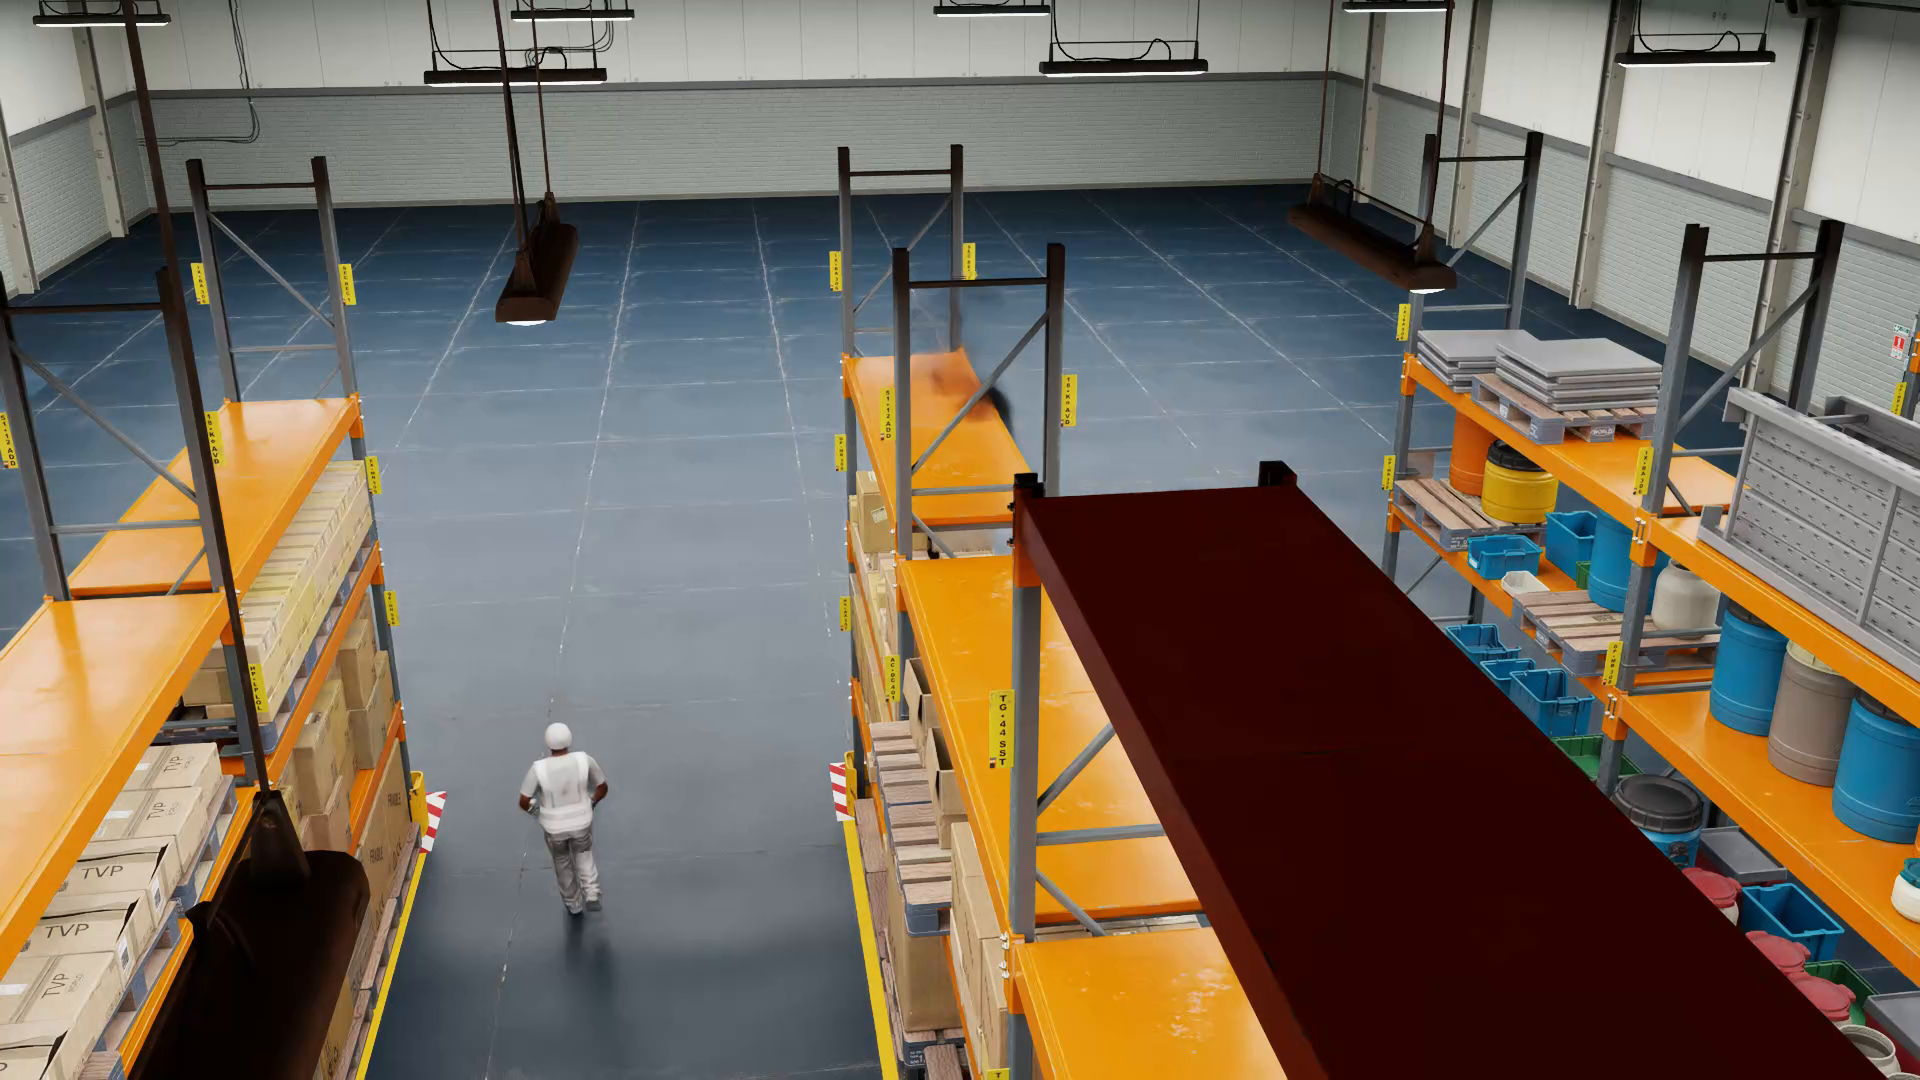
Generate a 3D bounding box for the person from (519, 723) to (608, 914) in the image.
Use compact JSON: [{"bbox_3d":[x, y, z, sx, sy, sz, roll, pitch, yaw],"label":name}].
[{"bbox_3d":[-3.189,2.301,13.468,0.704,1.755,0.619,-9,23,-21],"label":"person"}]
